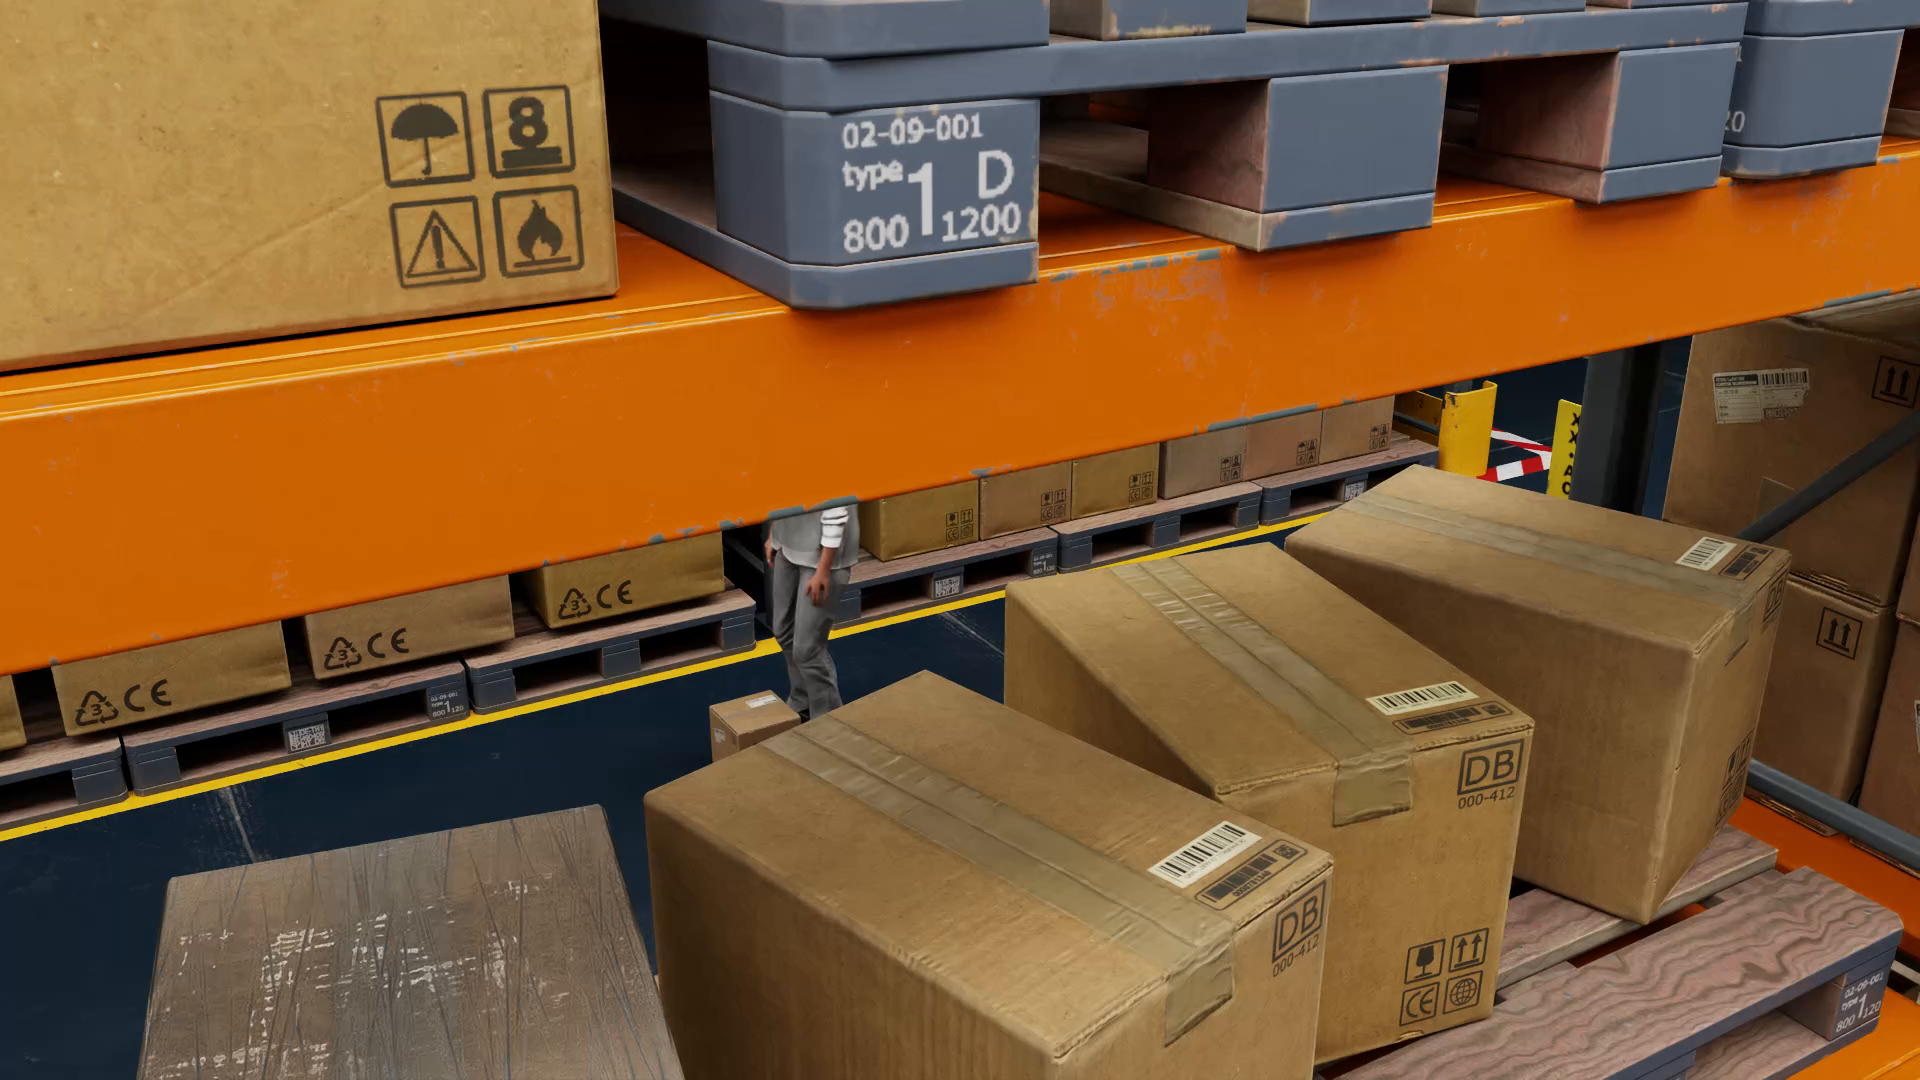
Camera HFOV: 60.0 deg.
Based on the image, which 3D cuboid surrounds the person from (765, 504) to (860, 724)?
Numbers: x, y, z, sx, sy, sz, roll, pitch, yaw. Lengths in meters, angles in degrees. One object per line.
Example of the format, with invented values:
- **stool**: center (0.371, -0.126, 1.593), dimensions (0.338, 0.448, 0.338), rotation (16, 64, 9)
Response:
- **person**: center (-0.555, 0.067, 5.937), dimensions (0.364, 1.593, 0.462), rotation (-12, 25, -27)
